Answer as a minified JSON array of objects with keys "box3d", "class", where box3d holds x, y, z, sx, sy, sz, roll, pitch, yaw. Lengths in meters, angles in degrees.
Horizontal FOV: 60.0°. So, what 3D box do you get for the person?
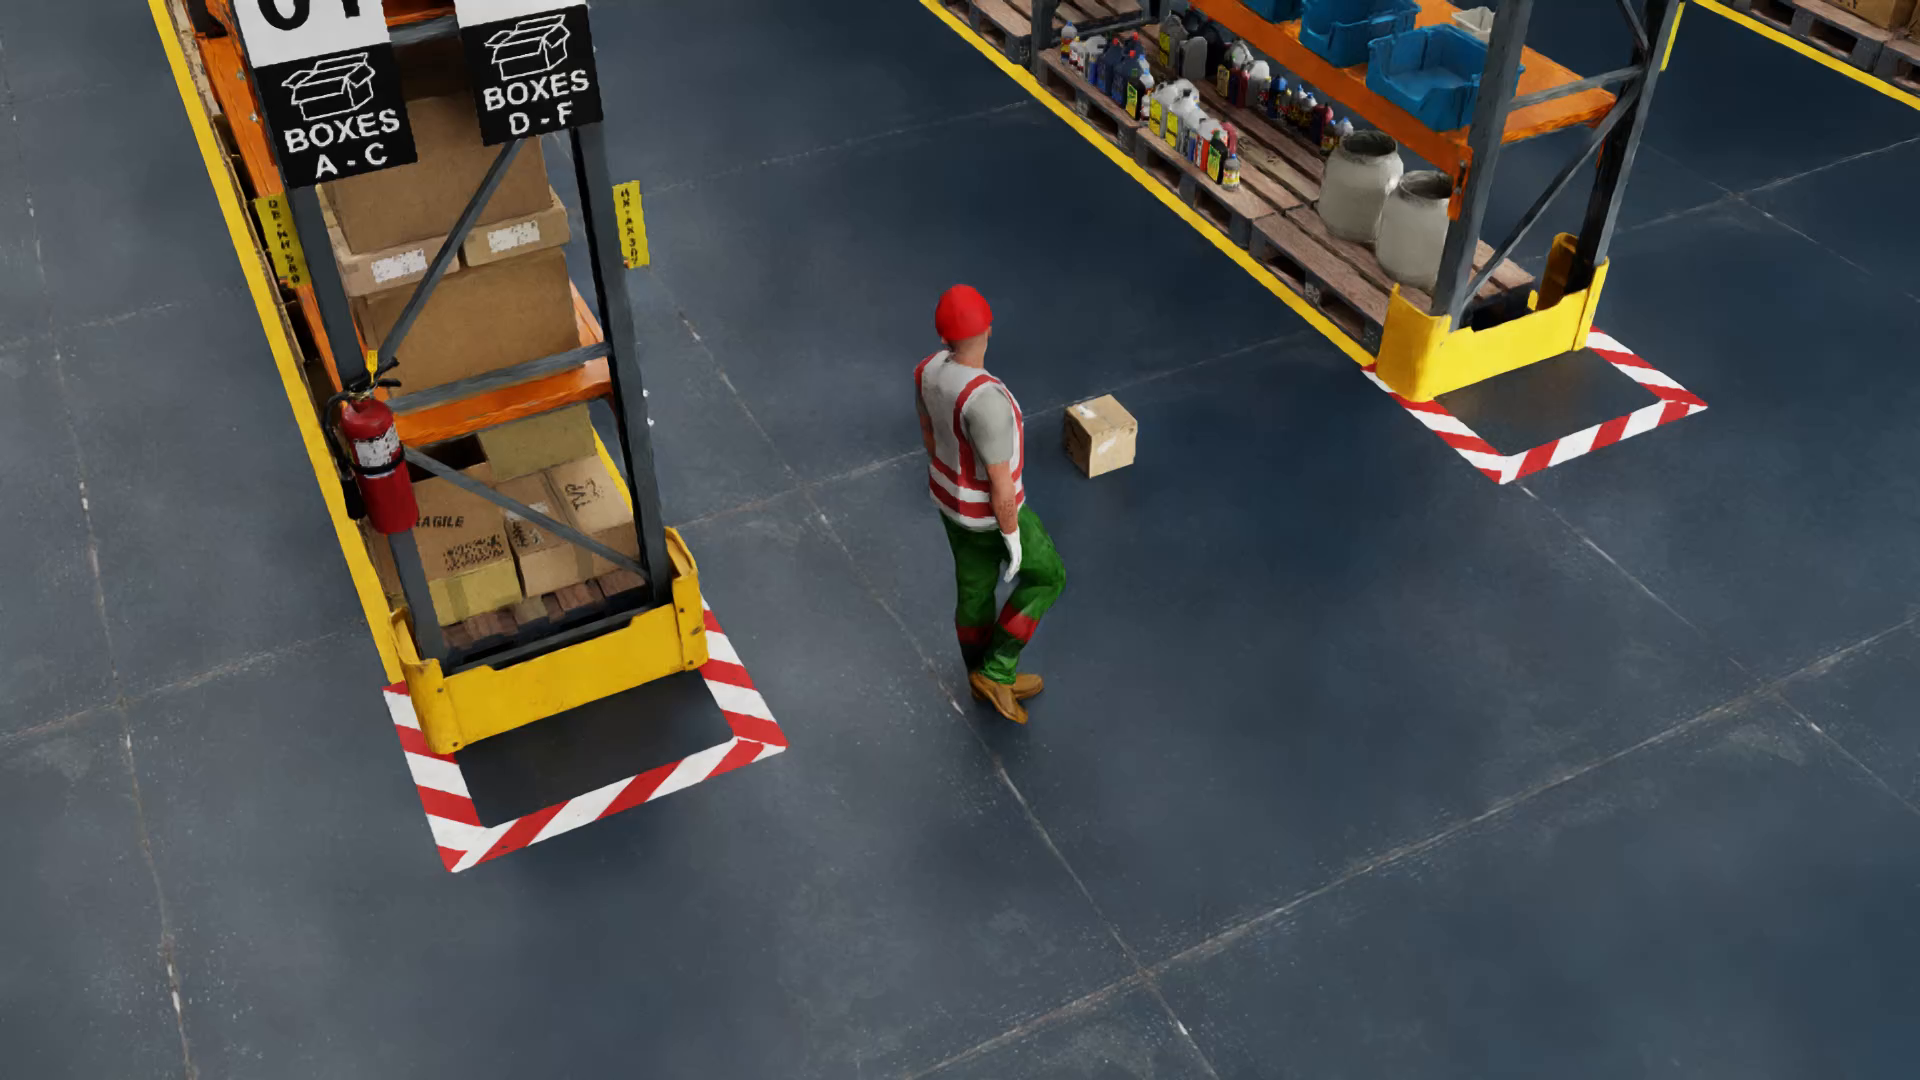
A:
[{"box3d":[0.136,-0.120,6.264,0.453,1.774,0.728,-20,45,-22],"class":"person"}]
